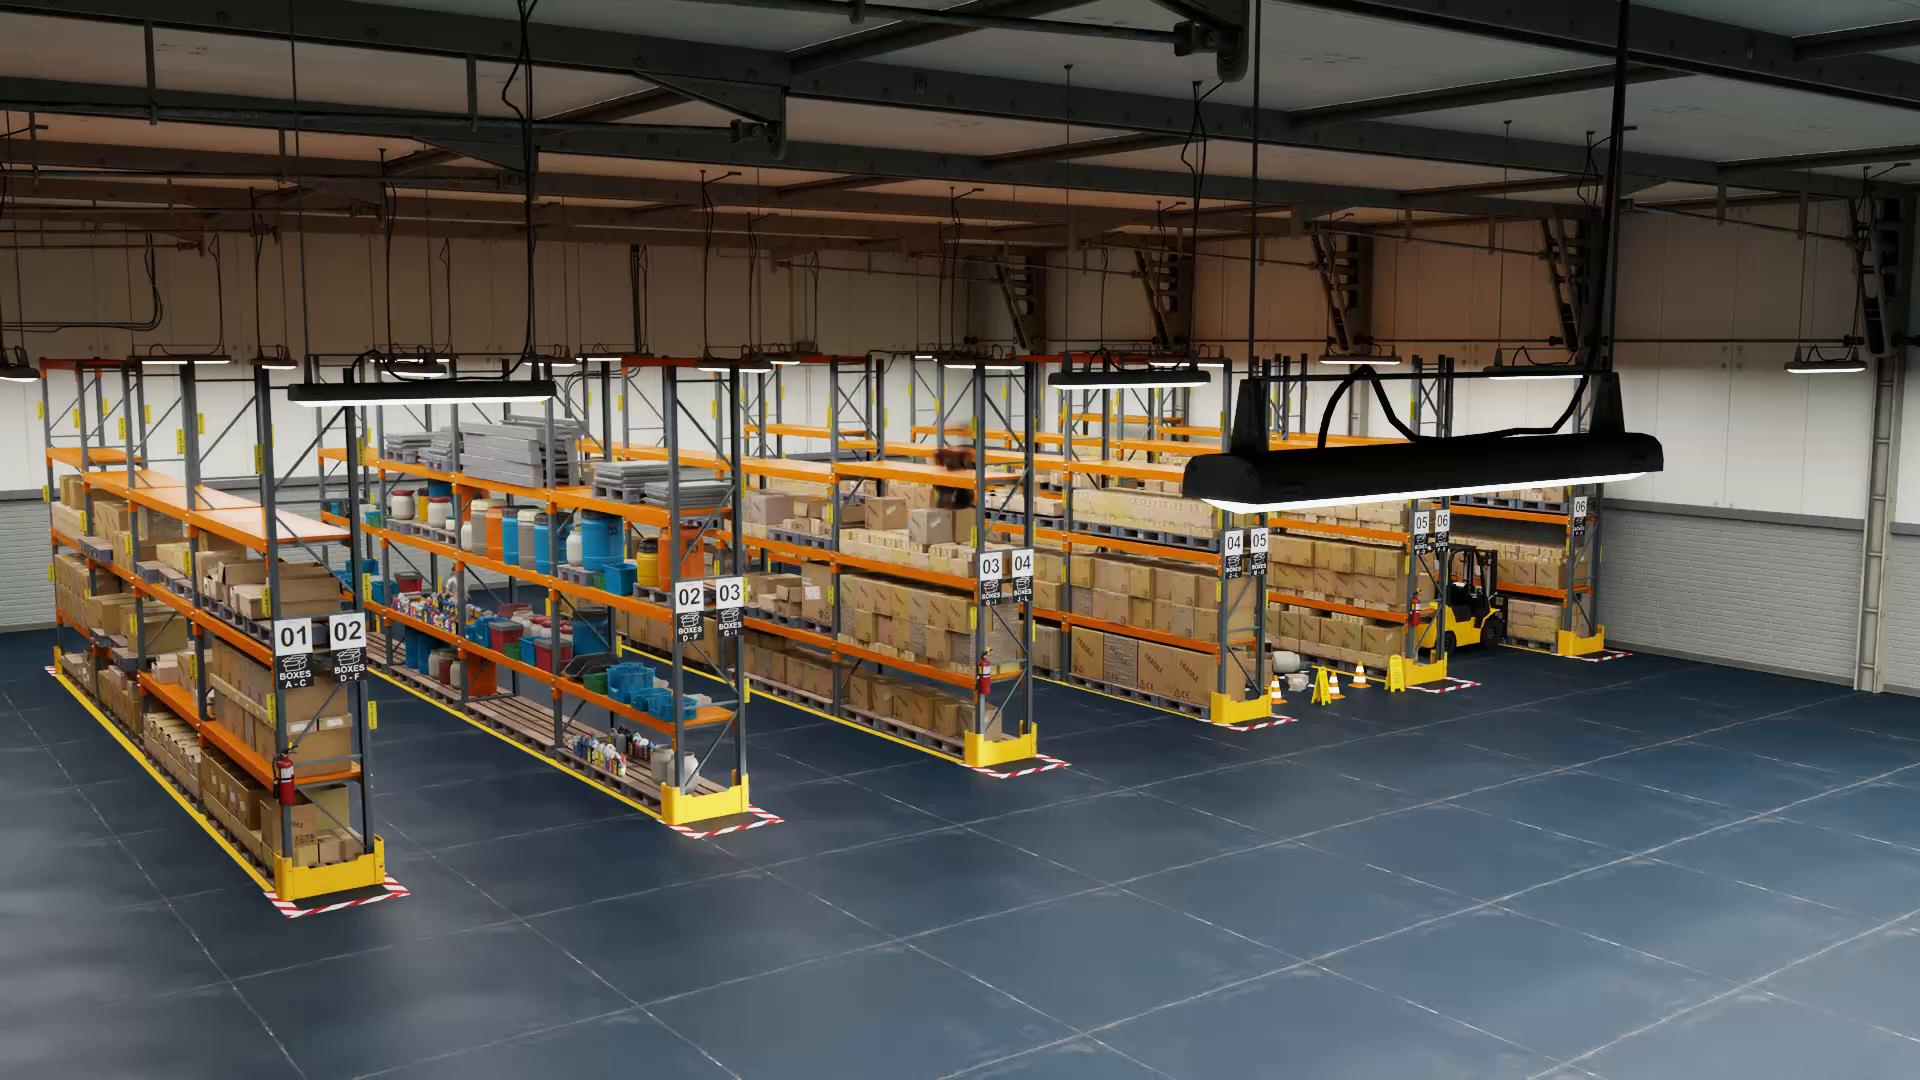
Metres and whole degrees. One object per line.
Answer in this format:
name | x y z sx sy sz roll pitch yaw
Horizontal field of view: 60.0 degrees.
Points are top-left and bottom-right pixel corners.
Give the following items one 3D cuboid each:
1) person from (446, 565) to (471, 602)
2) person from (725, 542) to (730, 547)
person | -10.562 1.336 34.996 0.814 1.655 0.576 6 9 41
person | -5.400 0.902 38.460 0.625 1.767 0.727 -4 8 -28
